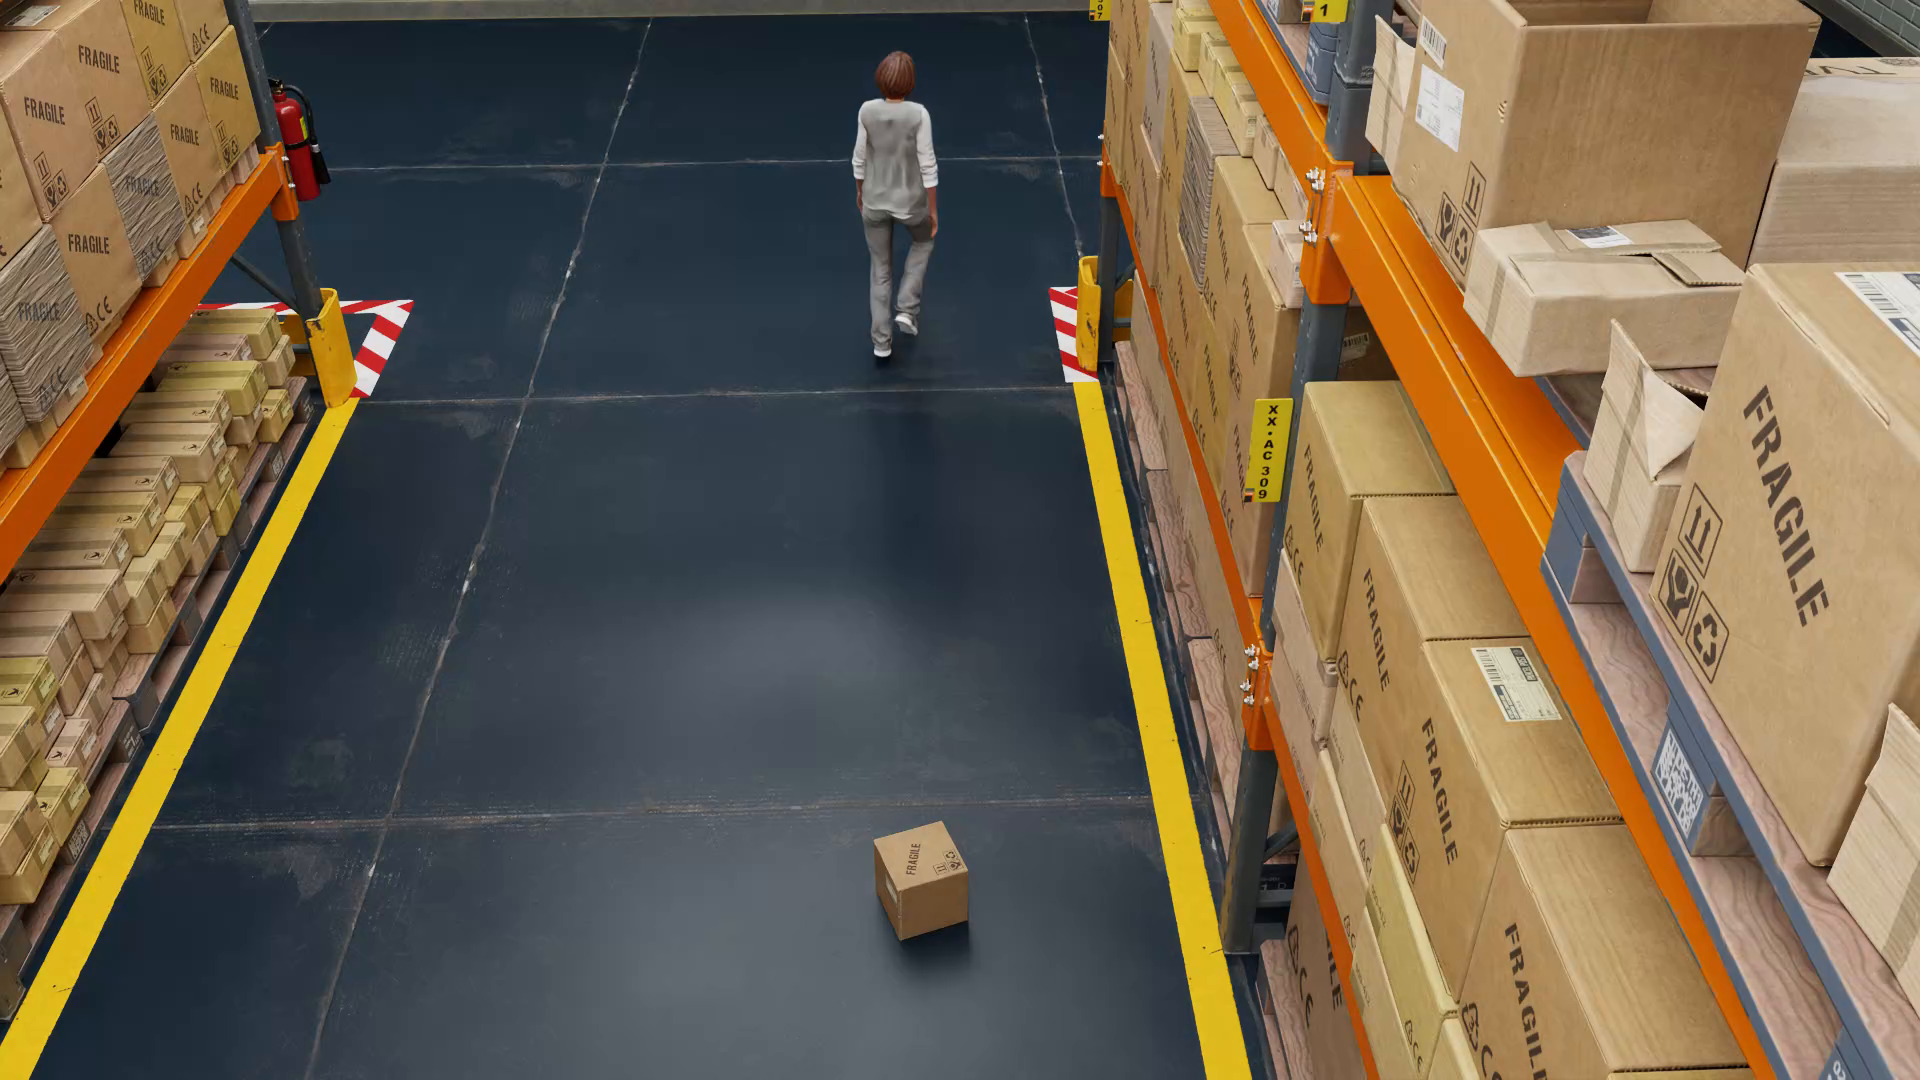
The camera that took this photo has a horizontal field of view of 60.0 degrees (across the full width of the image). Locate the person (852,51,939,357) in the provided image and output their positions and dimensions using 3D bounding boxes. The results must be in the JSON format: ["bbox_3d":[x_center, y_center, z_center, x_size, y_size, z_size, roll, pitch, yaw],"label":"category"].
[{"bbox_3d":[-0.323,-1.711,8.510,0.459,1.612,0.508,5,36,6],"label":"person"}]
